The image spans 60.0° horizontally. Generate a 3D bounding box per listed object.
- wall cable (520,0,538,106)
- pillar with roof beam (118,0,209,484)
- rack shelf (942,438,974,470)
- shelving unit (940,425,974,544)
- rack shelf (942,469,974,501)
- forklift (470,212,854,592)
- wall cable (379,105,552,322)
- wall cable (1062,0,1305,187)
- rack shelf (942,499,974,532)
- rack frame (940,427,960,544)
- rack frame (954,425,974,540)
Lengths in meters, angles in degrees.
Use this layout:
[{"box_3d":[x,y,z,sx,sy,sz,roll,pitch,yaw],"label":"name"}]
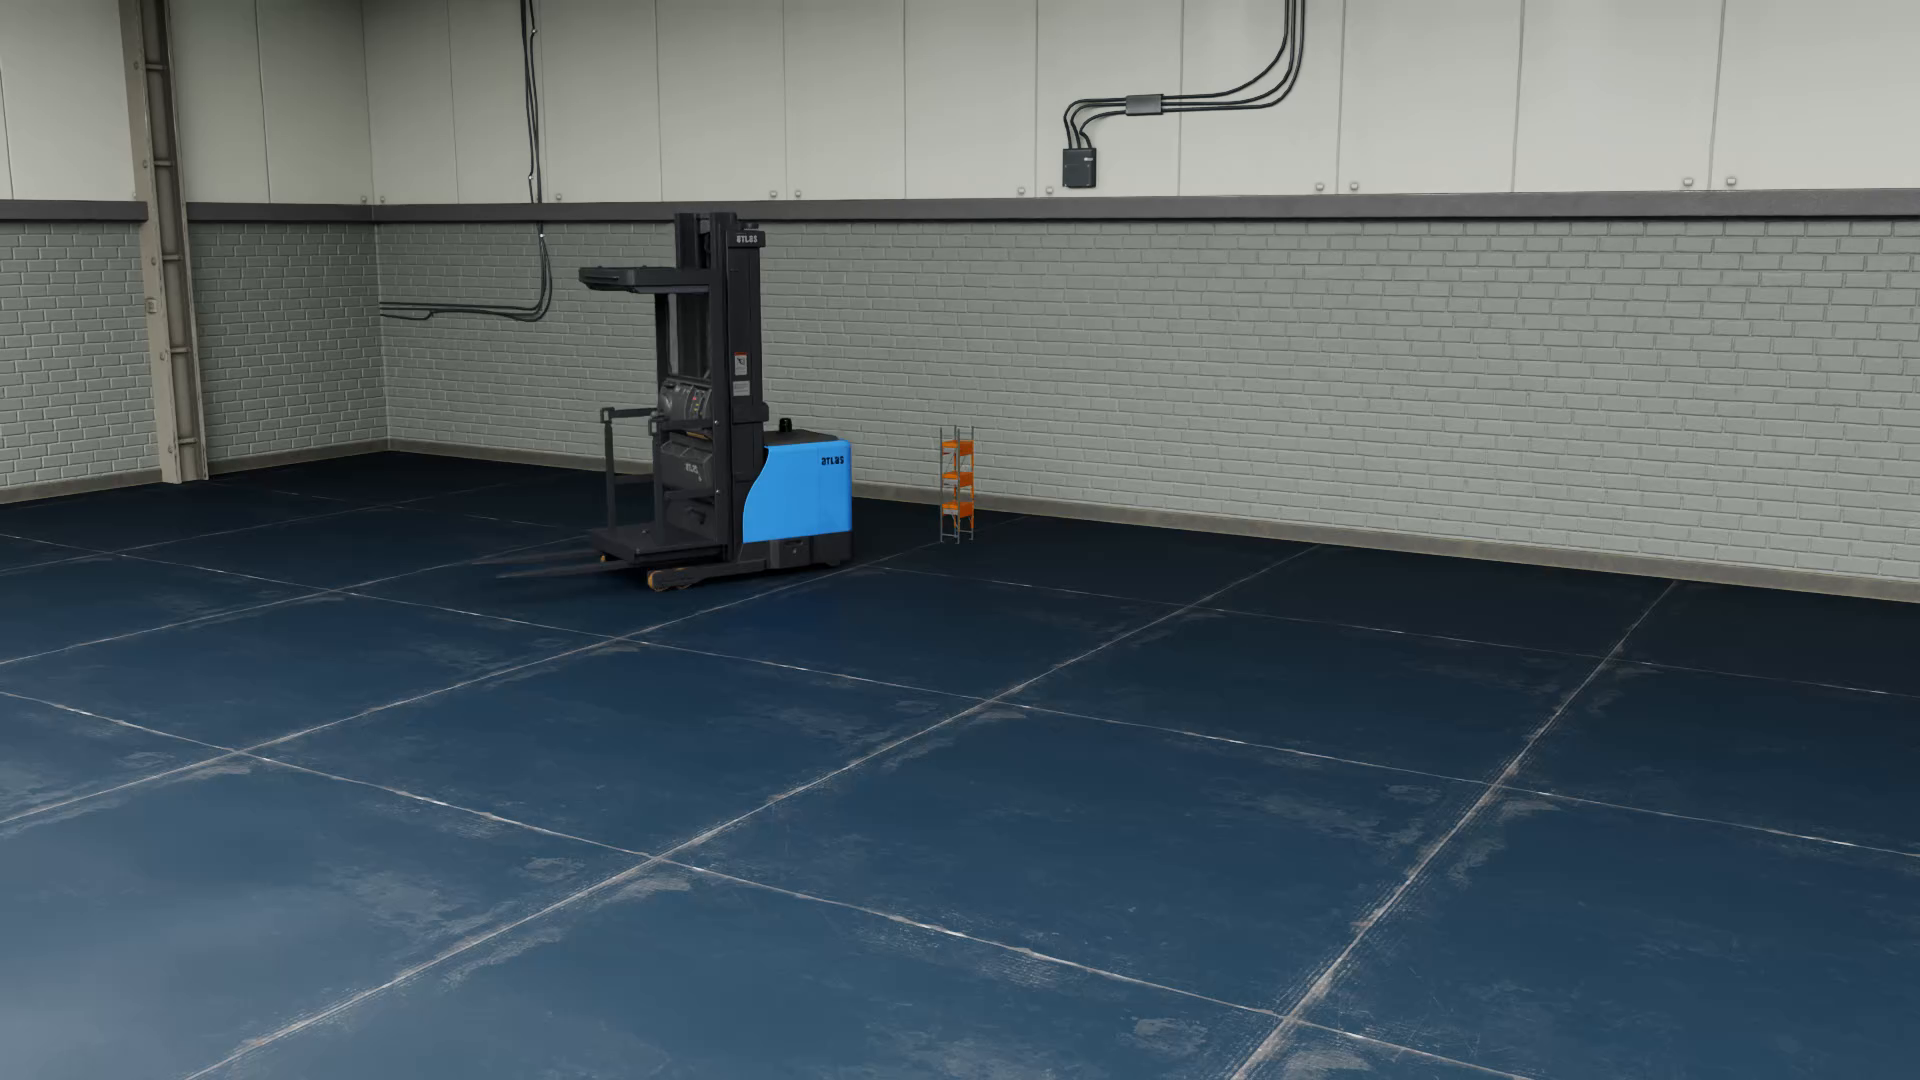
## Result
[{"box_3d":[-3.819,-6.135,18.280,3.097,2.526,0.112,6,12,31],"label":"wall cable"},{"box_3d":[-5.112,-4.689,15.842,9.100,9.000,0.400,6,12,31],"label":"pillar with roof beam"},{"box_3d":[-0.028,-0.776,15.058,0.215,0.259,0.240,6,12,31],"label":"rack shelf"},{"box_3d":[-0.028,-0.508,15.108,0.215,1.050,0.252,6,12,31],"label":"shelving unit"},{"box_3d":[-0.028,-0.497,15.110,0.215,0.259,0.240,6,12,31],"label":"rack shelf"},{"box_3d":[-2.407,-1.144,13.396,3.031,2.935,1.130,-7,13,-33],"label":"forklift"},{"box_3d":[-6.131,-3.911,20.125,3.097,2.526,0.112,6,12,31],"label":"wall cable"},{"box_3d":[1.974,-6.200,14.668,2.305,6.003,0.169,6,12,31],"label":"wall cable"},{"box_3d":[-0.028,-0.224,15.162,0.215,0.259,0.240,6,12,31],"label":"rack shelf"},{"box_3d":[-0.091,-0.488,15.006,0.200,1.050,0.008,6,12,31],"label":"rack frame"},{"box_3d":[0.036,-0.527,15.211,0.200,1.050,0.008,6,12,31],"label":"rack frame"}]
